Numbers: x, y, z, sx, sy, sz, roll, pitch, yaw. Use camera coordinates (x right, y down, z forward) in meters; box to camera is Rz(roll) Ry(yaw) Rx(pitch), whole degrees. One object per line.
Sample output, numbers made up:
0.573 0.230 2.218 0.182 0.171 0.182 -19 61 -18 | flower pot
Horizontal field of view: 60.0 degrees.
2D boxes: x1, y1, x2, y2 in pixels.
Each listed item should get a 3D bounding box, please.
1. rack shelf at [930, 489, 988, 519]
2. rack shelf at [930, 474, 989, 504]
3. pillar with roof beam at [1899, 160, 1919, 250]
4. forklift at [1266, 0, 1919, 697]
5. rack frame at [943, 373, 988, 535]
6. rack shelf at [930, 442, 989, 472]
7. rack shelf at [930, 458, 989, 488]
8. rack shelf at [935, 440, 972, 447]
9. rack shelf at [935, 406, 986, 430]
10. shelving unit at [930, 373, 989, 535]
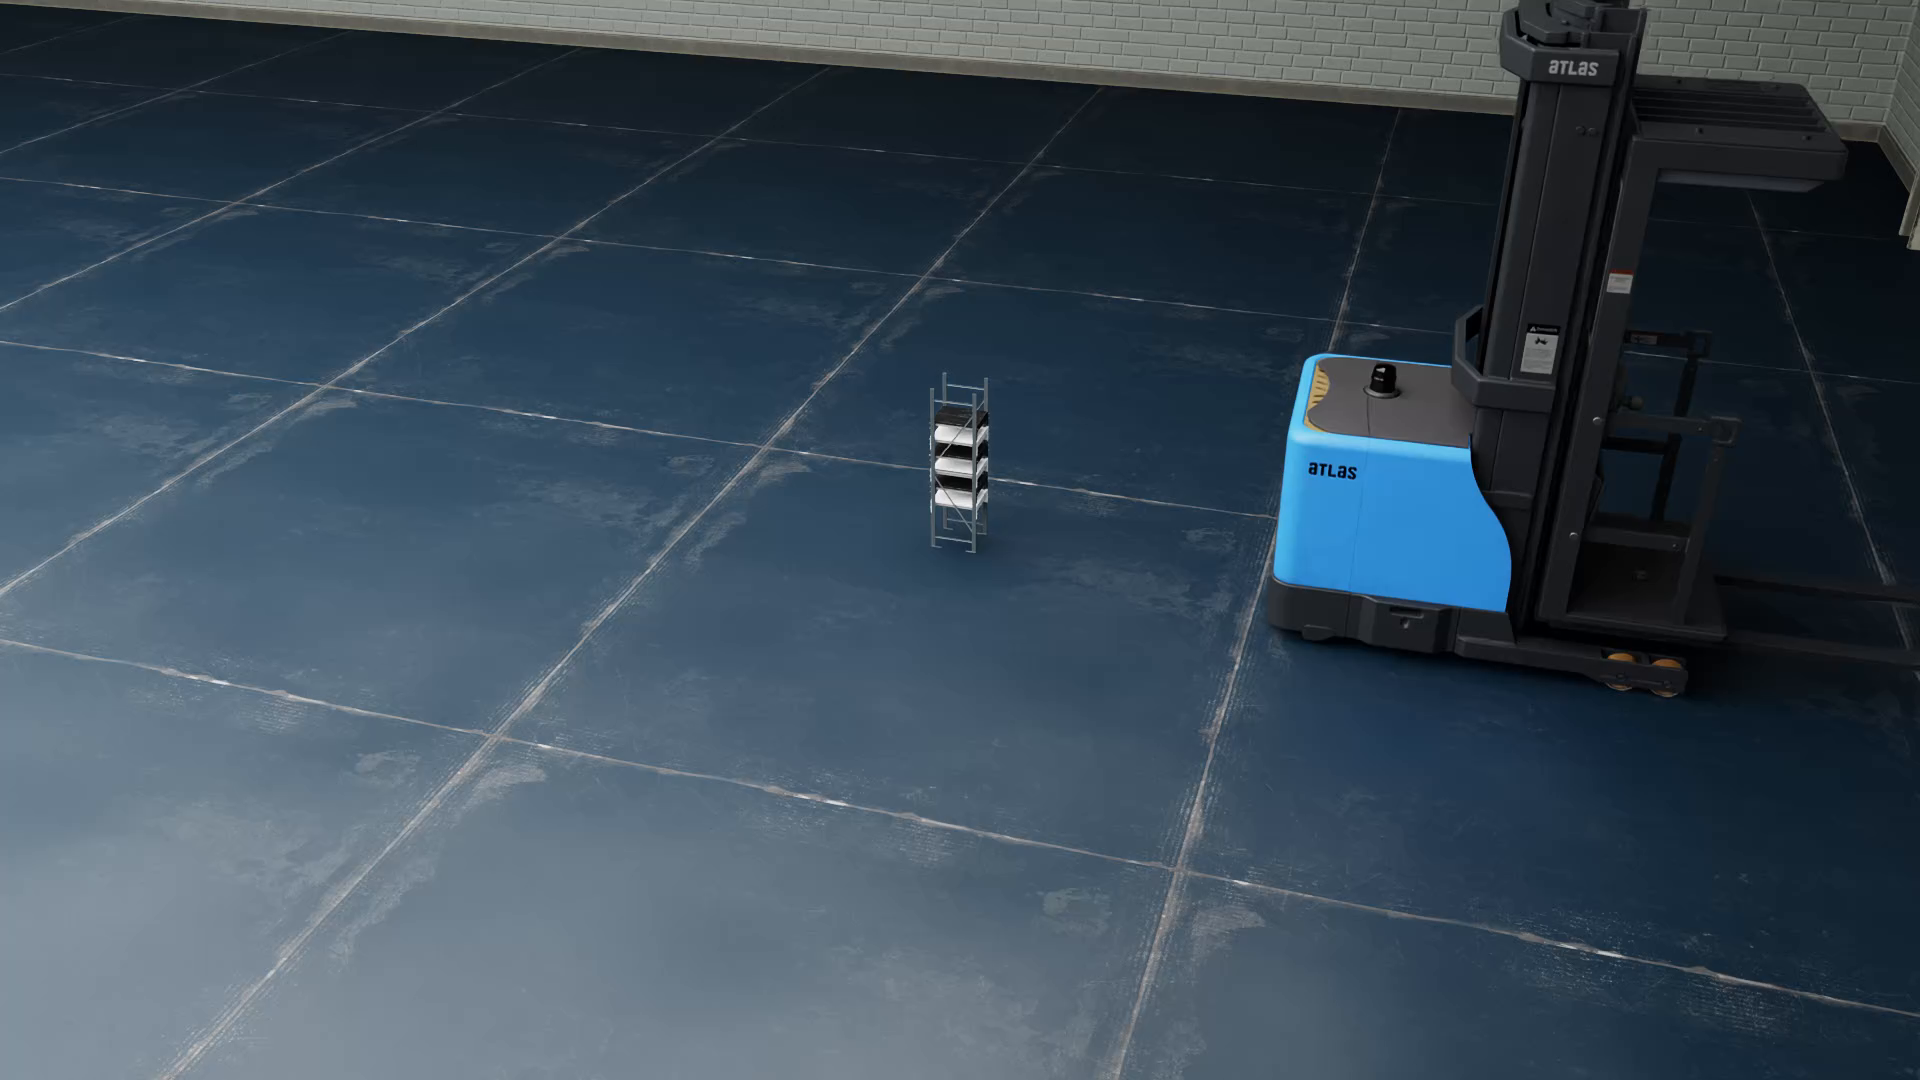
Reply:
-0.002 -0.203 8.628 0.258 0.077 0.200 8 30 15 | rack shelf
-0.002 -0.282 8.584 0.258 0.077 0.200 8 30 15 | rack shelf
3.368 -6.852 11.811 9.100 9.000 0.400 8 30 15 | pillar with roof beam
3.036 -0.835 7.302 3.031 2.867 1.129 8 30 13 | forklift
0.027 -0.437 8.609 0.240 0.900 0.006 8 30 15 | rack frame
-0.002 -0.439 8.497 0.258 0.077 0.200 8 30 15 | rack shelf
-0.002 -0.360 8.541 0.258 0.077 0.200 8 30 15 | rack shelf
-0.002 -0.531 8.446 0.199 0.015 0.184 8 30 15 | rack shelf
-0.002 -0.614 8.399 0.221 0.026 0.190 8 30 15 | rack shelf
-0.002 -0.391 8.526 0.258 0.900 0.205 8 30 15 | shelving unit
